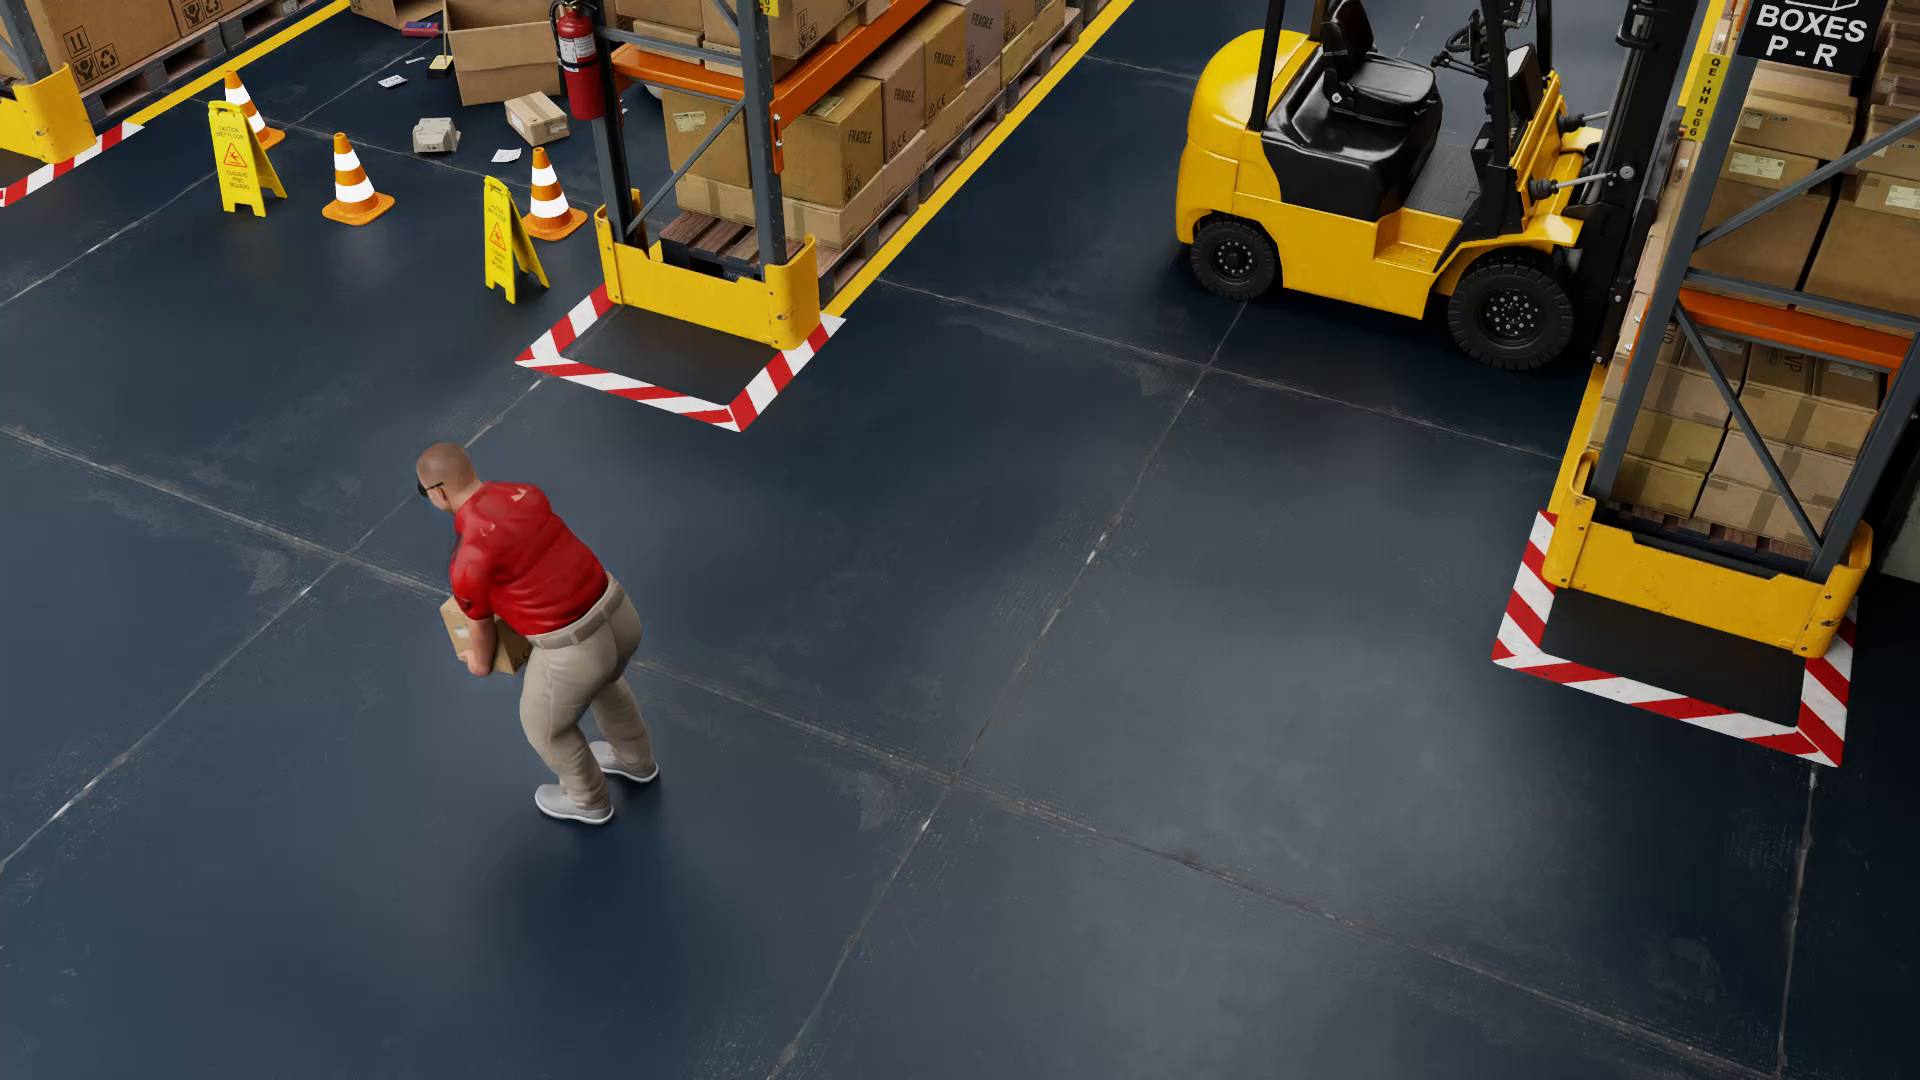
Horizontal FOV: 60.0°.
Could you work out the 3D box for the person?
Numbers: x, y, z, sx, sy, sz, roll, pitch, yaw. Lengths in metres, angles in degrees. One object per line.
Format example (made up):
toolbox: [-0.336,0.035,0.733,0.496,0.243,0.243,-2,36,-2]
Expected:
person: [-1.432,0.319,5.823,0.537,1.725,0.490,17,44,18]
